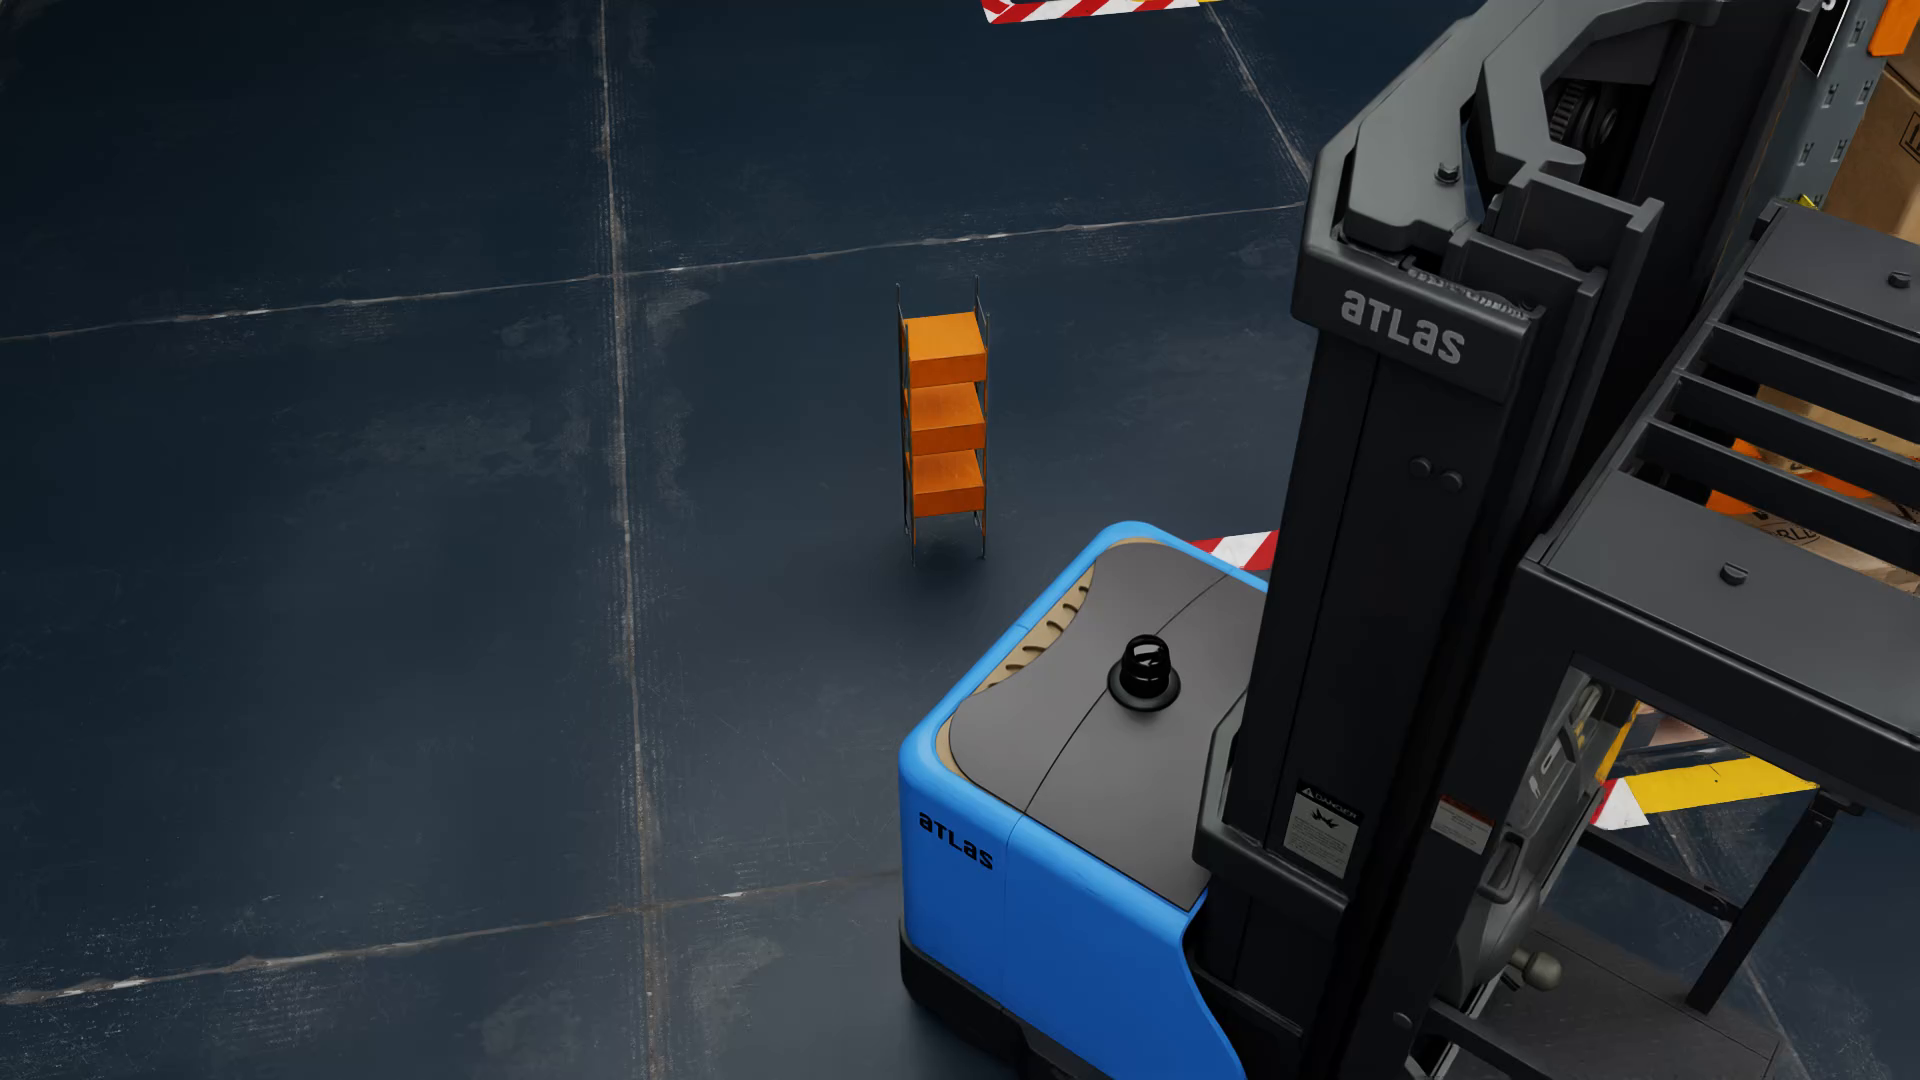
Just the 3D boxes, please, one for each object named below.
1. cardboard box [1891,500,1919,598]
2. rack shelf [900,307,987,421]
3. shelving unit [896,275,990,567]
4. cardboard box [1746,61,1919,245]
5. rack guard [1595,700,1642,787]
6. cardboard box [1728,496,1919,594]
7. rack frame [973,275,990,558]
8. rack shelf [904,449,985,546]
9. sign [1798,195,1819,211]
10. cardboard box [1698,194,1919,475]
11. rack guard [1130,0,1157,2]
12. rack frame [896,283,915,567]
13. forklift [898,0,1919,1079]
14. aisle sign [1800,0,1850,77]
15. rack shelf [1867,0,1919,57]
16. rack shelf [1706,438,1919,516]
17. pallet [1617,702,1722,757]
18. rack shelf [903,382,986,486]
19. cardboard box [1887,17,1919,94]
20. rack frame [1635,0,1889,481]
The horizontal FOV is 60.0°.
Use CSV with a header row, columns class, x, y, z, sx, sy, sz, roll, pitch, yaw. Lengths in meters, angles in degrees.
class,x,y,z,sx,sy,sz,roll,pitch,yaw
cardboard box,3.220,-0.170,5.318,0.875,0.438,0.875,-6,46,-6
rack shelf,-0.053,-0.547,5.169,0.240,0.259,0.215,-7,46,-7
shelving unit,-0.053,-0.358,5.366,0.252,1.050,0.215,-7,46,-7
cardboard box,2.208,-0.881,3.752,0.500,0.500,0.500,-8,47,-8
rack guard,1.662,0.227,5.184,0.348,0.500,1.175,-7,46,-7
cardboard box,2.319,-0.052,5.204,0.875,0.438,0.875,-9,47,-8
rack frame,0.067,-0.373,5.380,0.008,1.050,0.200,-7,46,-7
rack shelf,-0.053,-0.158,5.573,0.240,0.259,0.215,-7,46,-7
sign,1.775,-0.576,3.566,0.005,0.325,0.100,-7,46,-7
cardboard box,2.208,-0.533,4.111,0.500,0.500,0.500,-7,47,-7
rack guard,0.911,-3.307,8.589,0.348,0.500,1.175,-7,46,-7
rack frame,-0.173,-0.343,5.351,0.008,1.050,0.200,-7,46,-7
forklift,1.328,0.563,3.172,3.031,2.935,1.130,28,52,24
aisle sign,1.665,-1.330,3.143,0.004,0.787,0.394,-7,46,-7
rack shelf,3.657,-1.680,3.702,4.000,0.370,1.077,-7,46,-7
rack shelf,3.657,-0.639,4.782,4.000,0.370,1.077,-7,46,-7
pallet,2.461,0.171,5.439,1.213,0.211,1.003,-7,46,-7
rack shelf,-0.053,-0.350,5.373,0.240,0.259,0.215,-7,46,-7
cardboard box,2.083,-1.097,3.509,0.250,0.149,0.380,-6,46,-6
rack frame,1.686,-0.643,4.286,0.127,3.000,1.000,-7,46,-7
